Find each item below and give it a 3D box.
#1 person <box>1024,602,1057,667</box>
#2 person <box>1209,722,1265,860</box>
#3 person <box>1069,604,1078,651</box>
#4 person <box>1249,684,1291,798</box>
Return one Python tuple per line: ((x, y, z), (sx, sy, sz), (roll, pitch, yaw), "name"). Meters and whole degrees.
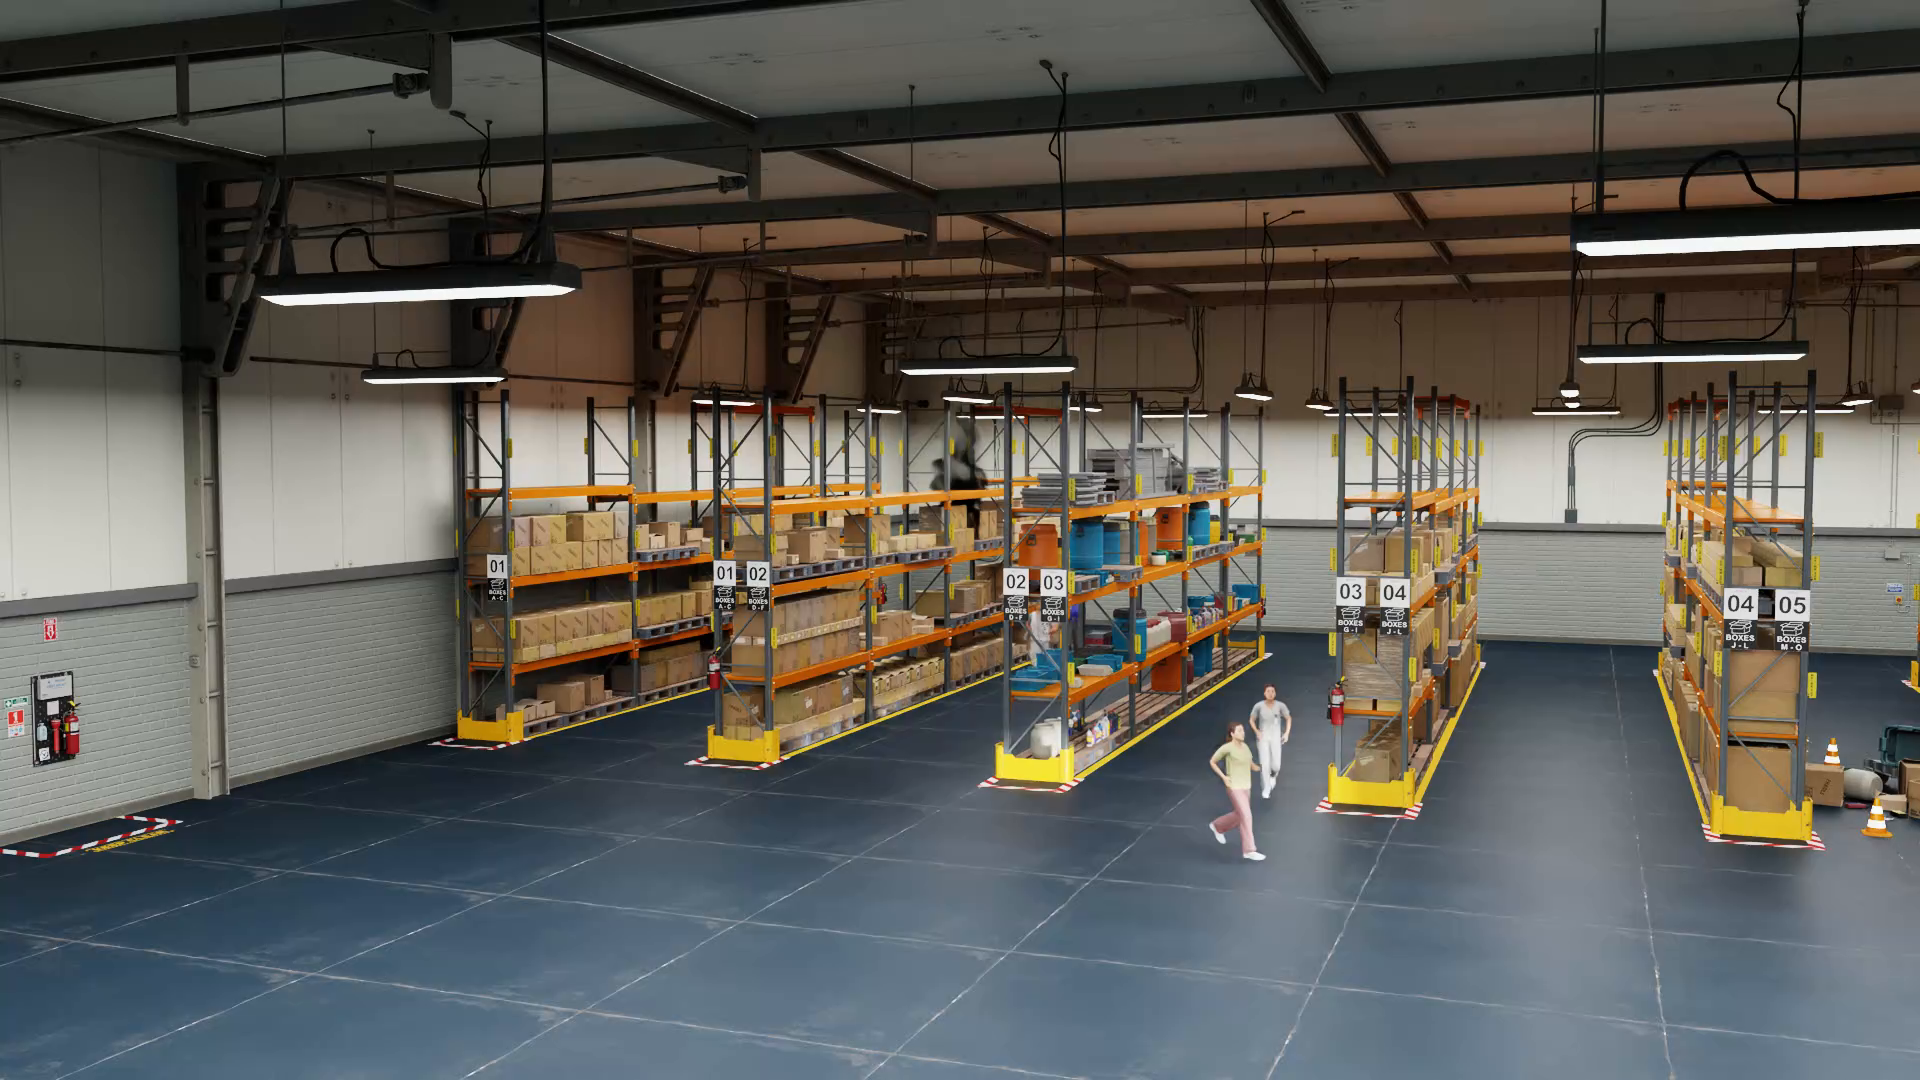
((1.569, 2.025, 32.754), (0.657, 1.775, 0.806), (1, 3, 14), "person")
((3.391, 3.041, 20.387), (0.586, 1.645, 0.908), (-3, 4, -41), "person")
((2.418, 1.944, 35.763), (0.546, 1.694, 0.665), (0, 3, 6), "person")
((4.467, 2.876, 23.951), (0.604, 1.638, 0.583), (0, 3, 6), "person")
